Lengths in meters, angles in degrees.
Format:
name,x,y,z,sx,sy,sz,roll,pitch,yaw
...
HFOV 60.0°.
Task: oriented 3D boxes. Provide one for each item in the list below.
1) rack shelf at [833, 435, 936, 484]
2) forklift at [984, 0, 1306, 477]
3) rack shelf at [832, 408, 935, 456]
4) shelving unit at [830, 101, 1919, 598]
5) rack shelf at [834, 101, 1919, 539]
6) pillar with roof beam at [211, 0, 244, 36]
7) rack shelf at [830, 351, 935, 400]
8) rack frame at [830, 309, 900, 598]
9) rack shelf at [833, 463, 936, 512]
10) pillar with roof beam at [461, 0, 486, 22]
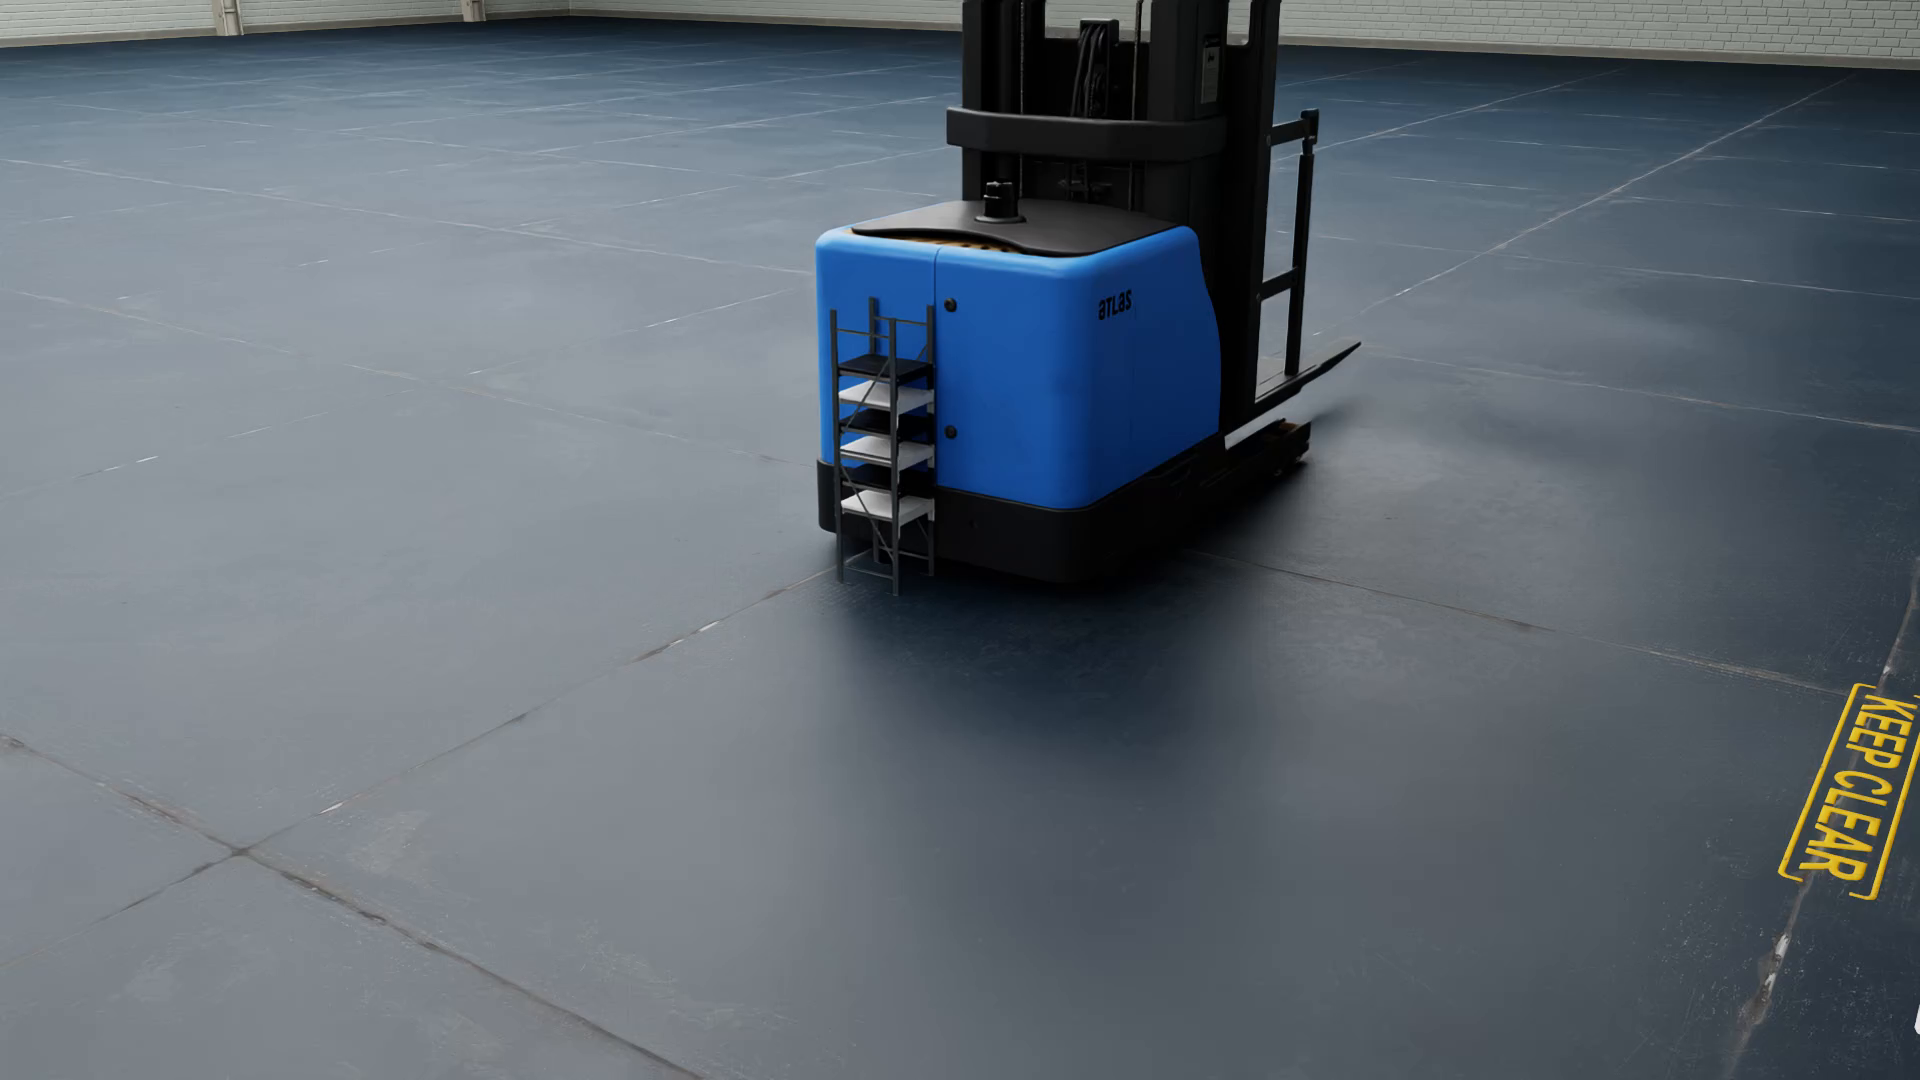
name,x,y,z,sx,sy,sz,roll,pitch,yaw
rack shelf,-0.240,-0.261,5.269,0.258,0.077,0.200,12,24,30
forklift,0.736,-1.697,6.127,1.121,2.935,3.031,12,24,30
rack shelf,-0.240,-0.345,5.238,0.258,0.077,0.200,12,24,30
shelving unit,7.399,-2.447,11.083,6.446,0.900,18.904,12,24,30
rack shelf,7.401,-2.155,11.194,6.446,0.275,18.899,12,24,30
pillar with roof beam,-10.567,-13.154,28.355,9.100,9.000,0.400,13,24,32
rack shelf,-0.240,-0.514,5.175,0.258,0.077,0.200,12,24,30
rack frame,-0.295,-0.262,5.177,0.240,0.900,0.006,12,24,30
rack shelf,-0.240,-0.176,5.300,0.258,0.077,0.200,12,24,30
pillar with roof beam,-7.194,-14.875,33.009,9.100,9.000,0.400,13,24,32
